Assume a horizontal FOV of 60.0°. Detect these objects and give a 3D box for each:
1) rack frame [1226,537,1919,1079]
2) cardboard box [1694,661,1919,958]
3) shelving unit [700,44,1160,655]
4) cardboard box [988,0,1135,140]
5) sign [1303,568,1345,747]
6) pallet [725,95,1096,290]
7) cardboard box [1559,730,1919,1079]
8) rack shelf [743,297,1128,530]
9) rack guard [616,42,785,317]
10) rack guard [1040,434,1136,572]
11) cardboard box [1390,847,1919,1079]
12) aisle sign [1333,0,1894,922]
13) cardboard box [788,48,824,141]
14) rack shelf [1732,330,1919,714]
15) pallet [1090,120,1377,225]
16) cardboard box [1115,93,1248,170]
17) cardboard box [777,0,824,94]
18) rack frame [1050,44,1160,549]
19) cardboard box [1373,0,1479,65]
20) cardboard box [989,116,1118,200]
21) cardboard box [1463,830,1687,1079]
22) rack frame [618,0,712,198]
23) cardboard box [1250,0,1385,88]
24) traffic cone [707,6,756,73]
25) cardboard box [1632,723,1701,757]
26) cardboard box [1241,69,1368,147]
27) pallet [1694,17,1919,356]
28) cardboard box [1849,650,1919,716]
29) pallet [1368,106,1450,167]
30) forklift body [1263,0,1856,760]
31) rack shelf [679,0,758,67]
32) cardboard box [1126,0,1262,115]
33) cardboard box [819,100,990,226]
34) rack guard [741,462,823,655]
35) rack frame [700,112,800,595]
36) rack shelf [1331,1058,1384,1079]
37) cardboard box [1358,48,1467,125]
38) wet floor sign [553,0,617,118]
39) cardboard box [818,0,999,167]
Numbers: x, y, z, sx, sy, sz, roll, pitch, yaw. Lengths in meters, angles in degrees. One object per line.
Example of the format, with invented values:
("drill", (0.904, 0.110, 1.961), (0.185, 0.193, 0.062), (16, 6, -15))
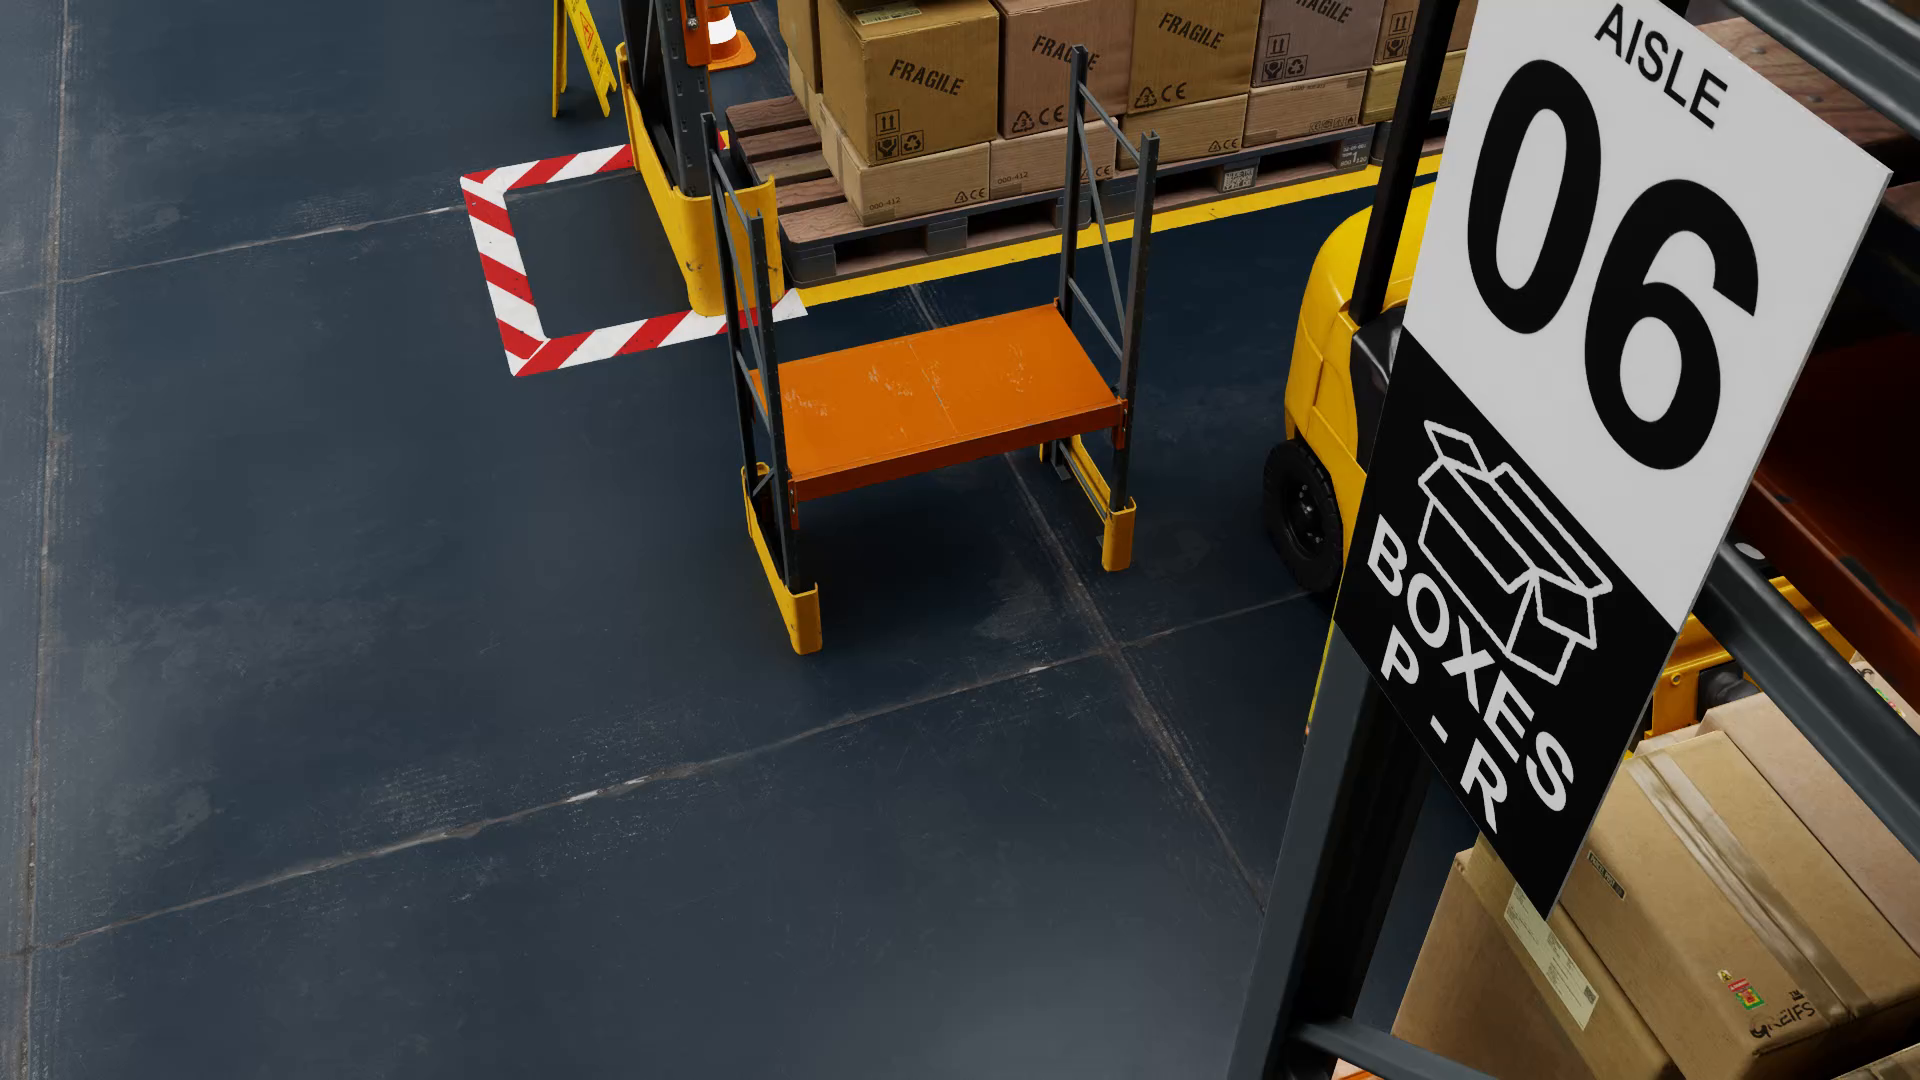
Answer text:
("rack frame", (0.627, 1.034, 2.101), (0.127, 3.000, 1.000), (-14, 47, -14))
("cardboard box", (1.113, 0.359, 2.036), (0.250, 0.149, 0.380), (-14, 47, -14))
("shelving unit", (-0.072, -0.511, 4.701), (1.083, 1.500, 0.587), (-14, 47, -14))
("cardboard box", (0.303, -1.858, 6.100), (0.500, 0.500, 0.500), (-16, 47, -15))
("sign", (0.455, 0.177, 1.971), (0.005, 0.325, 0.100), (-14, 47, -14))
("pallet", (-0.215, -1.477, 6.573), (1.213, 0.211, 1.003), (-14, 47, -14))
("cardboard box", (0.892, 0.439, 1.956), (0.250, 0.149, 0.380), (-14, 47, -14))
("rack shelf", (-0.080, -0.382, 4.826), (1.000, 0.185, 0.538), (-14, 47, -14))
("rack guard", (-0.991, -1.407, 6.300), (0.348, 0.500, 1.175), (-14, 47, -14))
("rack guard", (0.397, -0.190, 5.263), (0.087, 0.250, 0.587), (-14, 47, -14))
("cardboard box", (1.000, 0.706, 2.358), (0.500, 0.500, 0.500), (-15, 47, -15))
("aisle sign", (0.465, -0.063, 1.360), (0.004, 0.787, 0.394), (-14, 47, -14))
("cardboard box", (-0.371, -1.828, 6.599), (0.500, 0.250, 0.500), (-15, 47, -14))
("rack shelf", (2.508, -0.251, 1.773), (4.000, 0.370, 1.077), (-14, 47, -14))
("pallet", (0.931, -1.768, 6.863), (1.213, 0.211, 1.003), (-14, 47, -14))
("cardboard box", (0.782, -1.716, 6.488), (0.500, 0.250, 0.500), (-11, 46, -11))
("cardboard box", (-0.397, -2.080, 6.321), (0.500, 0.500, 0.500), (-14, 47, -14))
("rack frame", (0.398, -0.631, 4.820), (0.032, 1.500, 0.500), (-14, 47, -14))
("cardboard box", (1.757, -2.231, 6.471), (0.500, 0.500, 0.500), (-14, 47, -13))
("cardboard box", (0.273, -1.577, 6.348), (0.500, 0.250, 0.500), (-13, 46, -12))
("cardboard box", (0.858, 0.500, 2.105), (0.250, 0.149, 0.380), (-14, 47, -13))
("rack frame", (-1.062, -2.271, 5.396), (0.127, 3.000, 1.000), (-14, 47, -14))
("cardboard box", (1.277, -2.108, 6.348), (0.500, 0.500, 0.500), (-12, 46, -12))
("traffic cone", (-1.096, -2.339, 7.254), (0.334, 0.463, 0.336), (-14, 47, -14))
("cardboard box", (1.088, 0.419, 2.186), (0.250, 0.149, 0.380), (-14, 47, -13))
("cardboard box", (1.258, -1.836, 6.607), (0.500, 0.250, 0.500), (-14, 47, -13))
("pallet", (1.301, -0.146, 1.222), (1.213, 0.211, 1.003), (-14, 47, -14))
("cardboard box", (1.350, 0.278, 2.117), (0.250, 0.149, 0.380), (-13, 47, -13))
("pallet", (2.080, -2.064, 7.158), (1.213, 0.211, 1.003), (-14, 47, -14))
("forklift body", (1.791, -0.337, 4.068), (1.214, 2.155, 2.313), (-14, 47, -14))
("rack shelf", (0.819, -2.499, 6.130), (4.000, 0.370, 1.077), (-14, 47, -14))
("cardboard box", (0.777, -1.974, 6.215), (0.500, 0.500, 0.500), (-13, 47, -13))
("cardboard box", (-0.210, -1.459, 6.231), (0.500, 0.250, 0.500), (-15, 47, -14))
("rack guard", (-0.540, 0.050, 5.024), (0.087, 0.250, 0.587), (-14, 47, -14))
("rack frame", (-0.558, -0.387, 4.576), (0.032, 1.500, 0.500), (-14, 47, -14))
("rack shelf", (2.508, 0.807, 2.835), (4.000, 0.370, 1.077), (-14, 47, -14))
("cardboard box", (1.738, -1.955, 6.726), (0.500, 0.250, 0.500), (-15, 47, -15))
("wet floor sign", (-1.604, -2.108, 6.895), (0.232, 0.644, 0.267), (0, 45, 0))
("cardboard box", (-0.187, -1.730, 5.971), (0.500, 0.500, 0.500), (-16, 47, -15))
